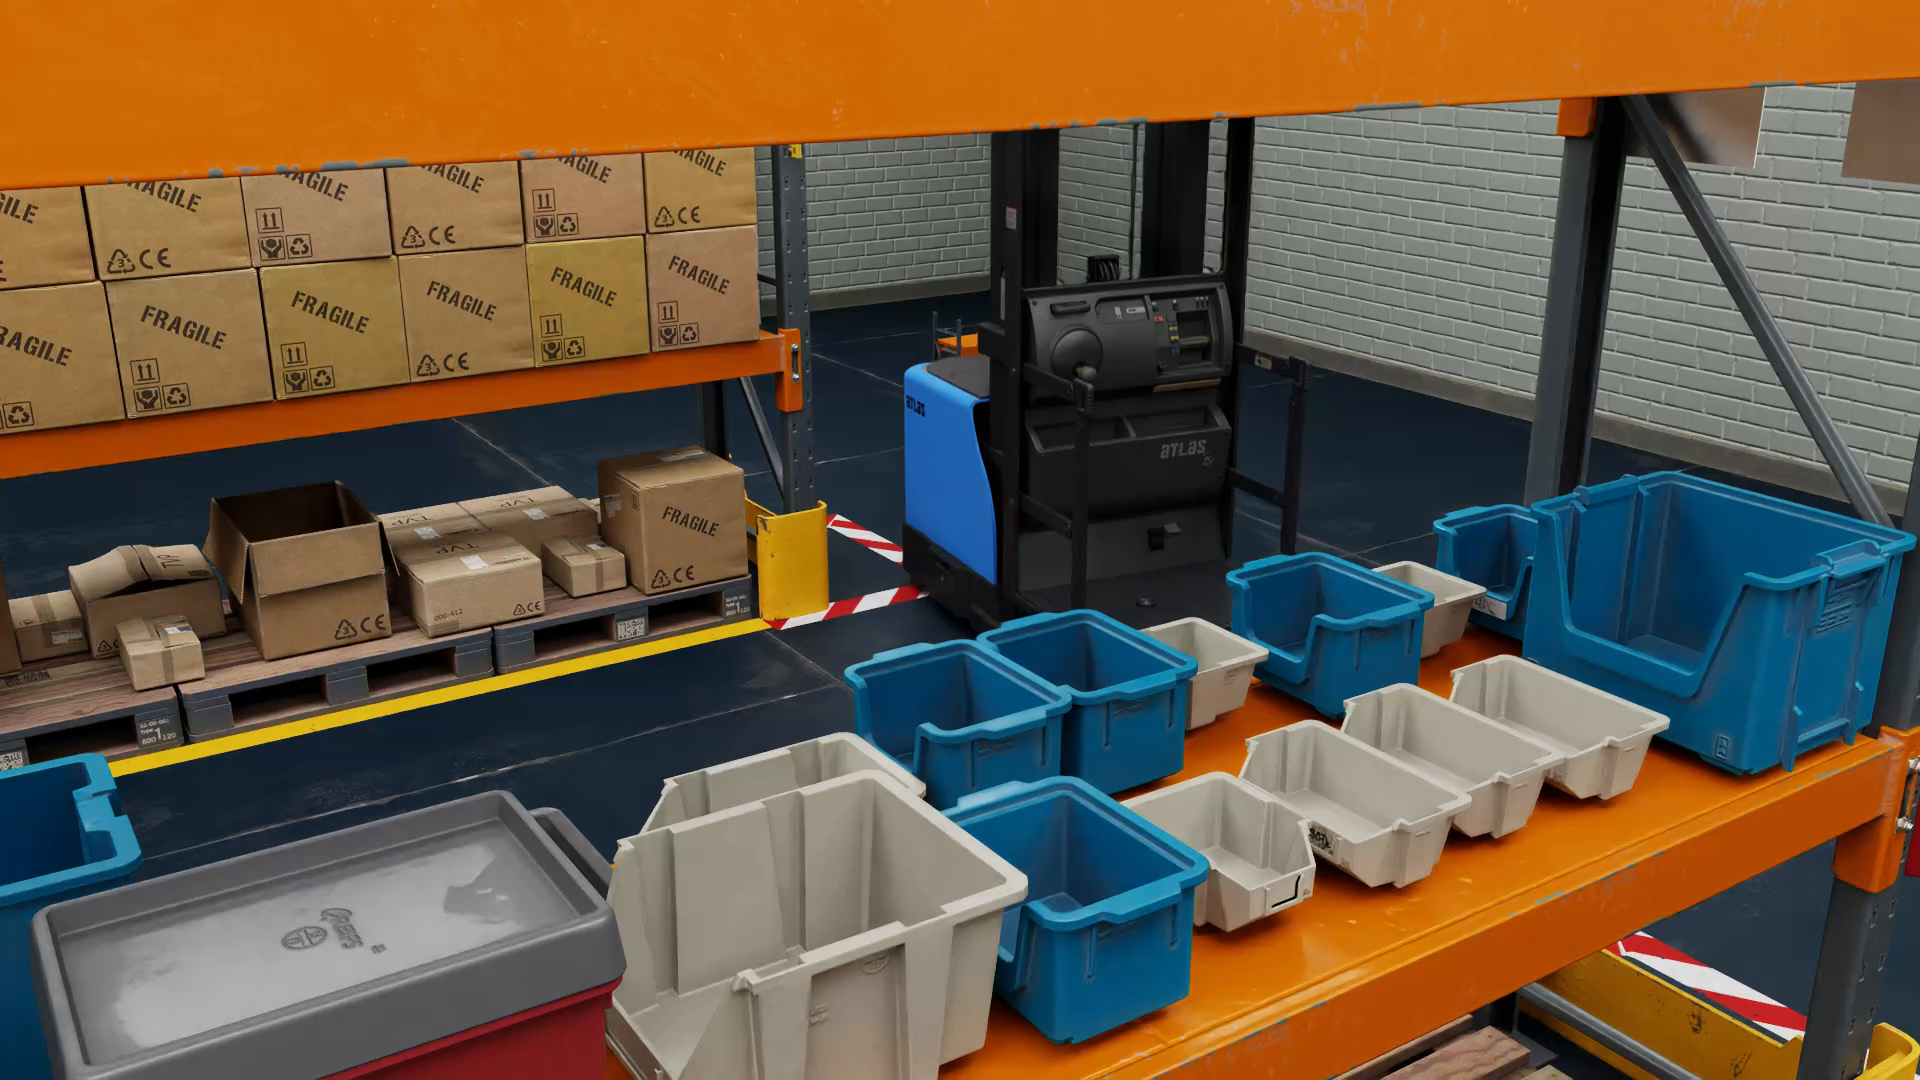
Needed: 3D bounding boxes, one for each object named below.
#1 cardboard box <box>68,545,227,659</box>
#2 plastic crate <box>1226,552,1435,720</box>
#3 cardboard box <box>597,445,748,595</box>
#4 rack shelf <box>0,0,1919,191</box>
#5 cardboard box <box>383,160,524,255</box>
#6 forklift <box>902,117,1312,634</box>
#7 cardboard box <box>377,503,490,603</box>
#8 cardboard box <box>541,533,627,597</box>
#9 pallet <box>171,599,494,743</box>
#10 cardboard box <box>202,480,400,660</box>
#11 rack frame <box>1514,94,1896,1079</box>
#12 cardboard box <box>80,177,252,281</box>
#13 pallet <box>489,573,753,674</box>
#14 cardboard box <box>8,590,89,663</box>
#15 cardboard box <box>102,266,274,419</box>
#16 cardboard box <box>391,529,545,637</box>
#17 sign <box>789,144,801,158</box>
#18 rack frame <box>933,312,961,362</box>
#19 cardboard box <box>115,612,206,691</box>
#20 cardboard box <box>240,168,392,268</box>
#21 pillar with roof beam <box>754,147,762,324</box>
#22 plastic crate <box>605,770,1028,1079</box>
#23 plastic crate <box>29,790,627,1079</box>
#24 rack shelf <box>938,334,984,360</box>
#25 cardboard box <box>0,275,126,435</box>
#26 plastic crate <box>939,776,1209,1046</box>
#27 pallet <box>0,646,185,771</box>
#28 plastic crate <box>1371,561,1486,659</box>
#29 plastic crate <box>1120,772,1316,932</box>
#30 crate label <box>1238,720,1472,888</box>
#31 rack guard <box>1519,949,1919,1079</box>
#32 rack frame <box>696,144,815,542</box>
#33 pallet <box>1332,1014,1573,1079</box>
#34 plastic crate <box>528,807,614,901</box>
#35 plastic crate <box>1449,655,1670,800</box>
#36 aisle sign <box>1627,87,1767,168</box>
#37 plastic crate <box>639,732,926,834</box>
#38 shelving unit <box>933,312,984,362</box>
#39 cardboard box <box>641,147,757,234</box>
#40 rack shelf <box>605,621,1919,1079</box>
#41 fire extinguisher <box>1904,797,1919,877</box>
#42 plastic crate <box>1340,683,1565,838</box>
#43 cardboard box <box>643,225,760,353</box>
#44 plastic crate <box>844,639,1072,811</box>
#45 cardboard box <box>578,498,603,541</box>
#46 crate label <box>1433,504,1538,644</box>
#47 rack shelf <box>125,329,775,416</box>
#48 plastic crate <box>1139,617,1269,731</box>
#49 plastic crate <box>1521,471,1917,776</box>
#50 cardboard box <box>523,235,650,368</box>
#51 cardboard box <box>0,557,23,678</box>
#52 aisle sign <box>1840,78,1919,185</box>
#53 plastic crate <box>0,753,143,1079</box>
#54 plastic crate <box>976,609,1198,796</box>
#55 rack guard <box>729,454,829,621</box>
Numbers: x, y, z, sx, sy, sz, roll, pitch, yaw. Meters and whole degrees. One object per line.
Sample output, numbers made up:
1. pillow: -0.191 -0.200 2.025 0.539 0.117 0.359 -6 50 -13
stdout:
1. cardboard box: -3.385 0.222 6.917 0.500 0.311 0.500 -12 22 -31
2. plastic crate: 0.793 0.208 3.614 0.300 0.233 0.416 -12 22 -31
3. cardboard box: -1.310 -0.102 7.580 0.500 0.500 0.500 -12 22 -31
4. rack shelf: 0.060 -0.642 2.400 4.000 0.370 1.077 -12 22 -31
5. cardboard box: -2.063 -1.427 6.565 0.500 0.500 0.500 -11 22 -30
6. forklift: 0.800 -0.838 6.646 1.130 2.935 3.031 -8 20 -24
7. cardboard box: -2.436 0.050 7.519 0.500 0.250 0.500 -12 22 -31
8. cardboard box: -1.697 0.103 7.494 0.250 0.166 0.380 -12 22 -31
9. pallet: -2.738 0.449 7.088 1.213 0.211 1.003 -12 22 -31
10. cardboard box: -2.765 0.107 6.957 0.637 0.503 0.797 -12 22 -31
11. rack frame: 1.732 0.087 3.805 0.053 2.616 0.949 -12 22 -31
12. cardboard box: -2.923 -1.245 6.028 0.500 0.500 0.500 -13 22 -33
13. pallet: -1.720 0.235 7.720 1.213 0.211 1.003 -12 22 -31
14. cardboard box: -3.732 0.348 6.795 0.250 0.149 0.380 -12 22 -31
15. cardboard box: -2.911 -0.778 6.207 0.500 0.500 0.500 -12 22 -32
16. cardboard box: -2.120 0.175 7.149 0.500 0.250 0.500 -12 22 -31
17. sign: -0.702 -1.786 7.043 0.005 0.325 0.100 -12 22 -31
18. rack frame: -0.066 -0.555 8.512 0.015 1.200 0.240 -12 22 -31
19. cardboard box: -3.145 0.427 6.534 0.250 0.166 0.380 -12 22 -31
20. cardboard box: -2.492 -1.337 6.298 0.500 0.500 0.500 -11 22 -30
21. pillar with roof beam: 0.428 -4.962 9.370 0.400 9.000 9.100 -12 22 -31
22. plastic crate: -0.234 0.598 2.383 0.530 0.282 0.437 -12 22 -31
23. plastic crate: -0.727 0.641 1.971 0.583 0.464 0.402 -12 22 -31
24. rack shelf: 0.138 -0.970 8.513 0.480 0.148 0.258 -12 22 -31
25. cardboard box: -3.330 -0.691 5.948 0.500 0.500 0.500 -11 22 -30
26. plastic crate: 0.156 0.567 2.552 0.300 0.233 0.416 -12 22 -31
27. pallet: -3.758 0.665 6.448 1.213 0.211 1.003 -12 22 -31
28. plastic crate: 1.029 0.172 3.871 0.298 0.136 0.250 -12 22 -31
29. plastic crate: 0.442 0.534 2.799 0.250 0.136 0.298 -12 22 -31
30. crate label: 0.680 0.477 2.968 0.243 0.136 0.396 -12 22 -31
31. rack guard: 1.743 1.262 4.231 0.348 0.500 1.175 -12 22 -31
32. rack frame: -0.991 -1.240 7.729 0.127 3.000 1.000 -12 22 -31
33. pallet: 1.020 1.542 3.855 1.213 0.211 1.003 -12 22 -31
34. plastic crate: -0.823 0.623 2.554 0.590 0.125 0.437 -12 22 -31
35. plastic crate: 1.149 0.374 3.272 0.243 0.136 0.396 -12 22 -31
36. aisle sign: 1.627 -1.238 3.664 0.004 0.787 0.394 -12 22 -31
37. plastic crate: -0.322 0.500 2.901 0.466 0.136 0.293 -12 22 -31
38. shelving unit: 0.138 -0.598 8.639 0.503 1.200 0.258 -12 22 -31
39. cardboard box: -1.211 -1.609 7.103 0.500 0.500 0.500 -12 22 -32
40. rack shelf: 0.060 0.779 2.881 4.000 0.370 1.077 -12 22 -31
41. fire extinguisher: 2.106 0.394 3.599 0.183 0.674 0.296 -12 22 -31
42. plastic crate: 0.899 0.421 3.133 0.243 0.136 0.396 -12 22 -31
43. cardboard box: -1.215 -1.136 7.264 0.500 0.500 0.500 -11 22 -30
44. plastic crate: -0.007 0.377 3.114 0.300 0.233 0.416 -12 22 -31
45. cardboard box: -1.738 -0.080 8.035 0.250 0.166 0.380 -12 22 -31
46. crate label: 1.343 0.092 3.957 0.303 0.233 0.416 -12 22 -31
47. rack shelf: -2.661 -0.639 6.771 3.809 0.124 0.919 -12 22 -31
48. plastic crate: 0.463 0.291 3.517 0.298 0.136 0.250 -12 22 -31
49. plastic crate: 1.553 0.149 3.470 0.499 0.435 0.616 -12 22 -31
50. cardboard box: -1.647 -1.043 6.991 0.500 0.500 0.500 -12 22 -31
51. cardboard box: -4.012 0.264 6.496 0.500 0.500 0.500 -12 22 -31
52. aisle sign: 1.951 -1.080 3.197 0.004 0.787 0.394 -12 22 -31
53. plastic crate: -1.408 0.596 2.230 0.575 0.384 0.392 -12 22 -31
54. plastic crate: 0.243 0.324 3.271 0.300 0.233 0.416 -12 22 -31
55. rack guard: -1.054 -0.042 8.089 0.348 0.500 1.175 -12 22 -31
